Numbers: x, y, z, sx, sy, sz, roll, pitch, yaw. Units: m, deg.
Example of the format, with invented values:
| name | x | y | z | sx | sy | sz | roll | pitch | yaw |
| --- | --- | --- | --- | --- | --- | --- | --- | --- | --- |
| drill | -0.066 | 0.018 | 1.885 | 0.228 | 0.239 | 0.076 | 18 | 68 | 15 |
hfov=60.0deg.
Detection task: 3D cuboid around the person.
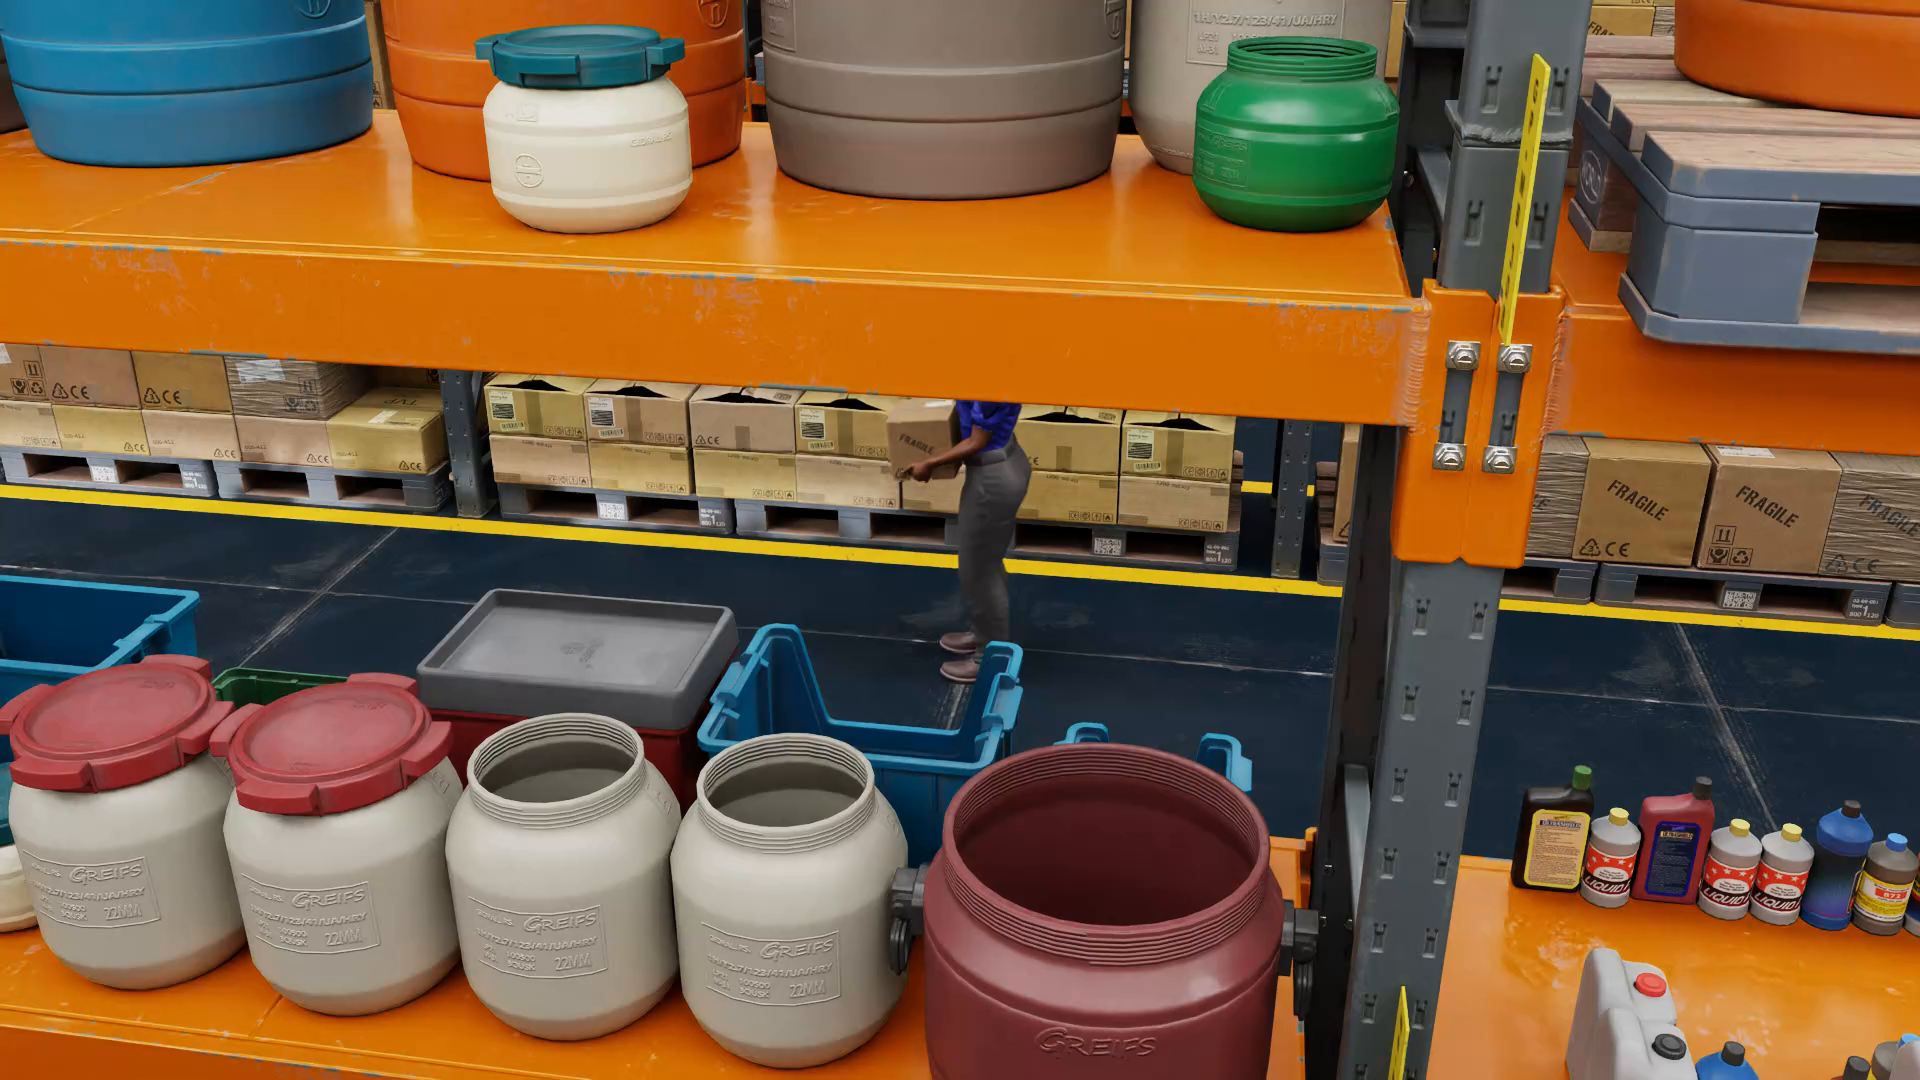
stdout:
| name | x | y | z | sx | sy | sz | roll | pitch | yaw |
| --- | --- | --- | --- | --- | --- | --- | --- | --- | --- |
| person | 0.044 | -0.232 | 6.615 | 0.512 | 1.649 | 0.449 | 4 | 25 | 9 |
